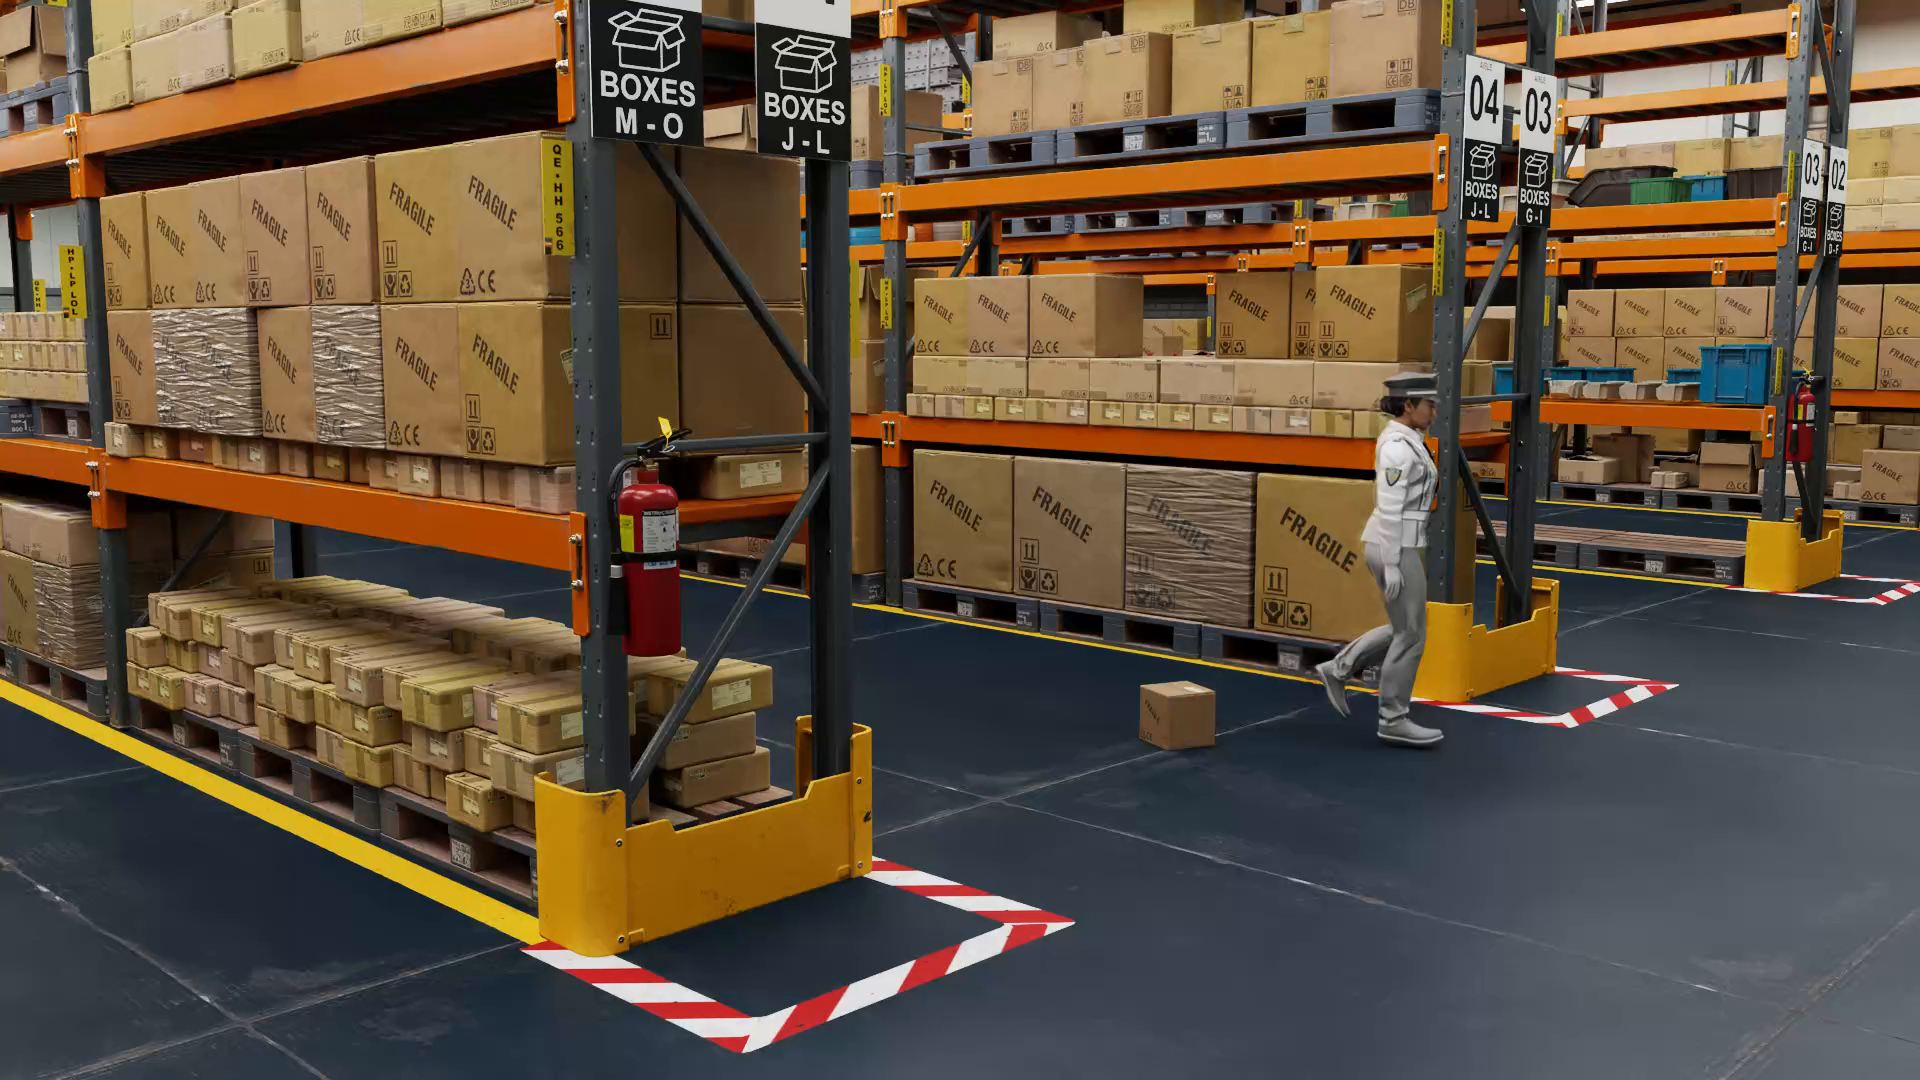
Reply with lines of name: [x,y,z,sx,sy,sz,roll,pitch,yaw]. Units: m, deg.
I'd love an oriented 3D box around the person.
person: [1.911,0.069,7.519,0.577,1.653,0.518,2,7,14]
